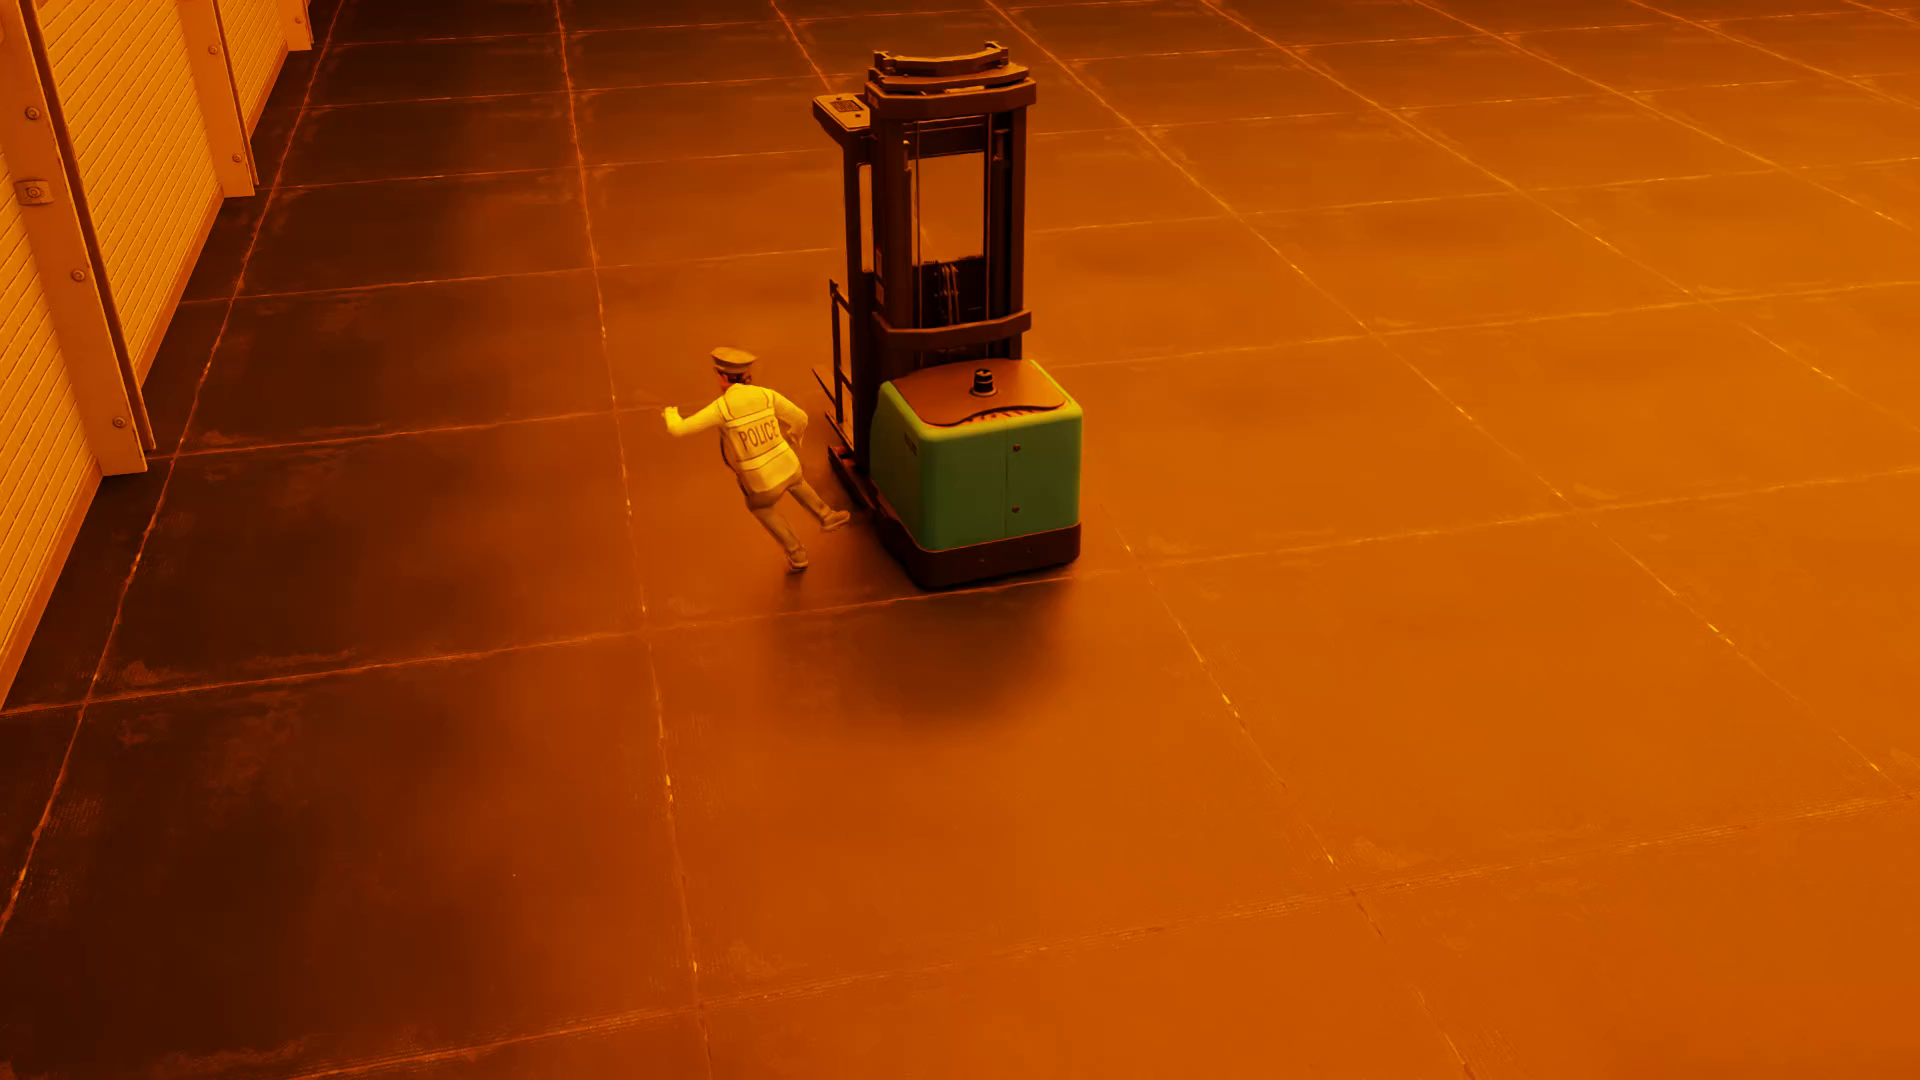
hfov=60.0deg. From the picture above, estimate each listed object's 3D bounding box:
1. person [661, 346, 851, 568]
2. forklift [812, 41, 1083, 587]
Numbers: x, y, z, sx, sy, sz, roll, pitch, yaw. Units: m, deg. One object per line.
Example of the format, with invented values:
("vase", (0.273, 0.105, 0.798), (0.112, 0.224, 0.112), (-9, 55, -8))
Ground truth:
("person", (-1.196, -0.526, 9.987), (1.105, 1.425, 0.868), (-24, 38, -35))
("forklift", (-0.251, -1.715, 10.536), (1.130, 2.935, 3.031), (-11, 32, -18))
